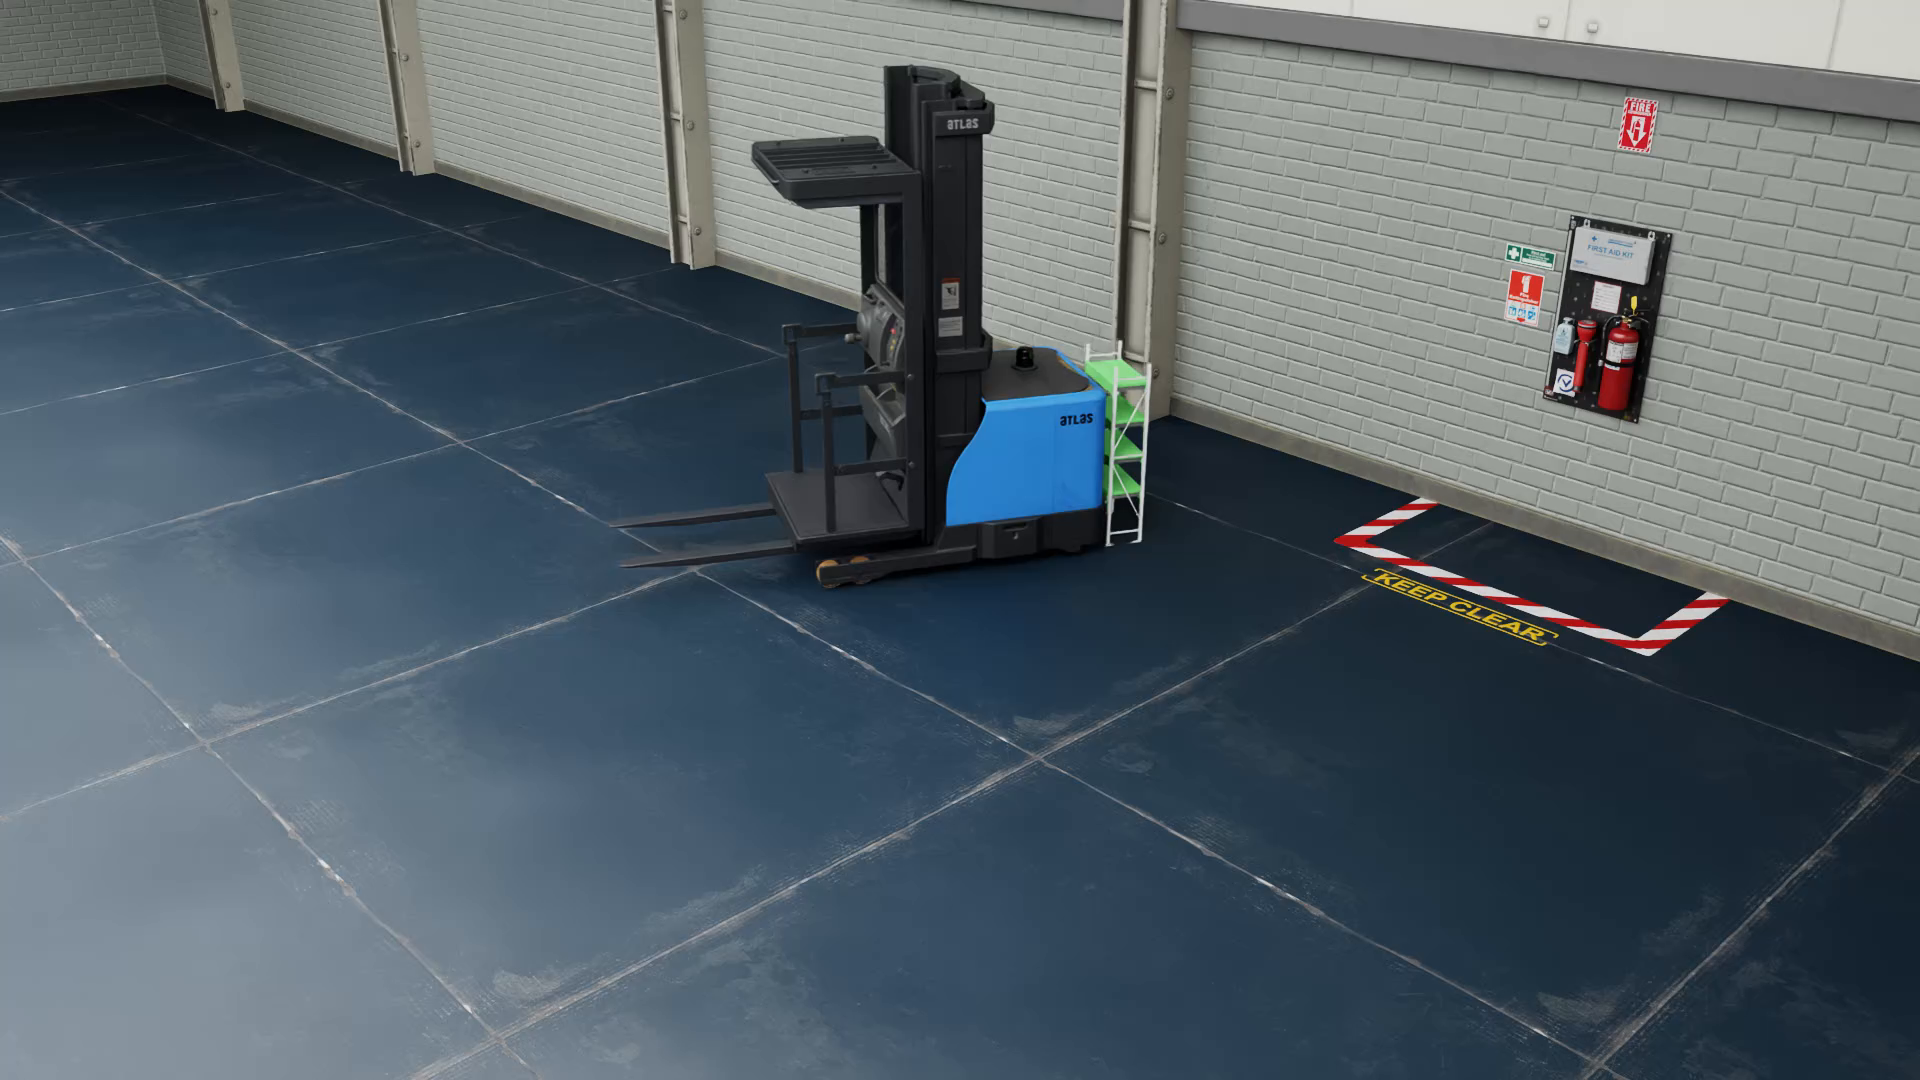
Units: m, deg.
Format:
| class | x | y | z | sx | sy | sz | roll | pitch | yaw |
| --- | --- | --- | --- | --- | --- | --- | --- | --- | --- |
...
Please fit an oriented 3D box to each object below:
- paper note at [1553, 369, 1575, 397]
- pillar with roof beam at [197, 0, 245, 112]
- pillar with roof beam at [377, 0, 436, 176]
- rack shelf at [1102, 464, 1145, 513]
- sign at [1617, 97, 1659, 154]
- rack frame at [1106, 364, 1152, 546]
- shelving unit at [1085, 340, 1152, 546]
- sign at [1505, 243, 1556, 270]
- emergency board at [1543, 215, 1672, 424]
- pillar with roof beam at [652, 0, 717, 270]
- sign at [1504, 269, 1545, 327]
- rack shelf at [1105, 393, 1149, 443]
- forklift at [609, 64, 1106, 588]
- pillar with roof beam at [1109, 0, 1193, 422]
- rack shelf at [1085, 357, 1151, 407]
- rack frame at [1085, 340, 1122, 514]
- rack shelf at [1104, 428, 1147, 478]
| class | x | y | z | sx | sy | sz | roll | pitch | yaw |
| --- | --- | --- | --- | --- | --- | --- | --- | --- | --- |
| paper note | 3.768 | -0.978 | 10.341 | 0.016 | 0.148 | 0.142 | -21 | 32 | -38 |
| pillar with roof beam | -14.047 | -9.326 | 20.350 | 9.100 | 9.000 | 0.400 | -21 | 32 | -38 |
| pillar with roof beam | -9.946 | -7.508 | 16.365 | 9.100 | 9.000 | 0.400 | -21 | 32 | -38 |
| rack shelf | 0.986 | -0.344 | 10.789 | 0.258 | 0.148 | 0.480 | -7 | 25 | -15 |
| sign | 3.905 | -2.391 | 9.584 | 0.001 | 0.298 | 0.199 | -21 | 32 | -38 |
| rack frame | 1.058 | -0.524 | 10.450 | 0.240 | 1.200 | 0.015 | -7 | 25 | -15 |
| shelving unit | 0.988 | -0.621 | 10.663 | 0.258 | 1.200 | 0.503 | -7 | 25 | -15 |
| sign | 3.532 | -1.756 | 10.303 | 0.001 | 0.109 | 0.331 | -21 | 32 | -38 |
| emergency board | 3.838 | -1.306 | 9.998 | 0.194 | 1.169 | 0.643 | -21 | 32 | -38 |
| pillar with roof beam | -5.845 | -5.690 | 12.380 | 9.100 | 9.000 | 0.400 | -21 | 32 | -38 |
| sign | 3.536 | -1.519 | 10.422 | 0.001 | 0.329 | 0.234 | -21 | 32 | -38 |
| rack shelf | 0.989 | -0.781 | 10.590 | 0.258 | 0.148 | 0.480 | -7 | 25 | -15 |
| forklift | -0.662 | -1.285 | 10.036 | 3.031 | 2.935 | 1.130 | -7 | 25 | -15 |
| pillar with roof beam | -1.744 | -3.872 | 8.396 | 9.100 | 9.000 | 0.400 | -21 | 32 | -38 |
| rack shelf | 0.991 | -1.000 | 10.491 | 0.258 | 0.148 | 0.480 | -7 | 25 | -15 |
| rack frame | 0.918 | -0.718 | 10.876 | 0.240 | 1.200 | 0.015 | -7 | 25 | -15 |
| rack shelf | 0.987 | -0.563 | 10.690 | 0.258 | 0.148 | 0.480 | -7 | 25 | -15 |
